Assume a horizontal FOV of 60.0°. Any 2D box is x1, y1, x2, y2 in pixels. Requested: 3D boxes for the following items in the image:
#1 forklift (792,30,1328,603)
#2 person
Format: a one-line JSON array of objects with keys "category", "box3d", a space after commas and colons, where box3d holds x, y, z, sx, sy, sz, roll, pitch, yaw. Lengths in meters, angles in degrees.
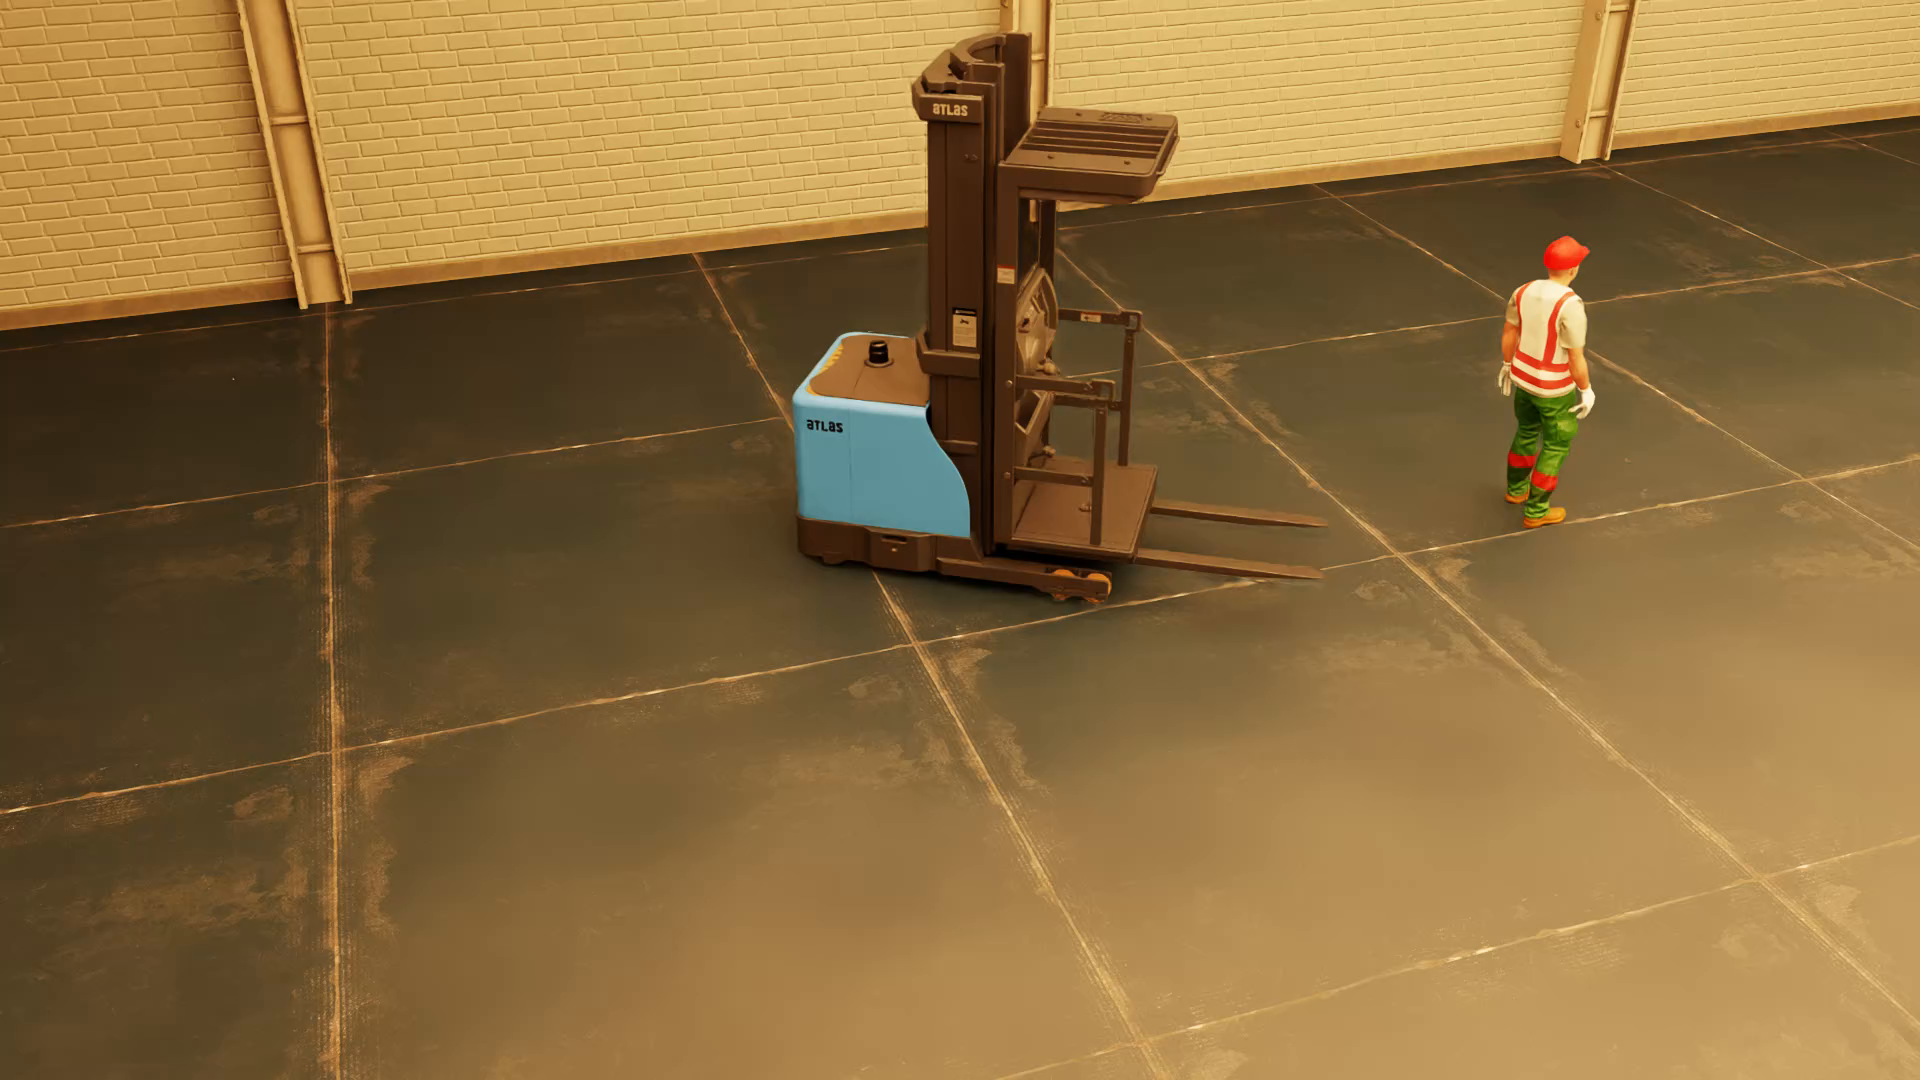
[{"category": "forklift", "box3d": [0.614, -1.206, 9.183, 3.031, 2.935, 1.130, 7, 31, 12]}, {"category": "person", "box3d": [3.535, -0.940, 9.900, 0.501, 1.811, 0.631, -14, 33, -23]}]
